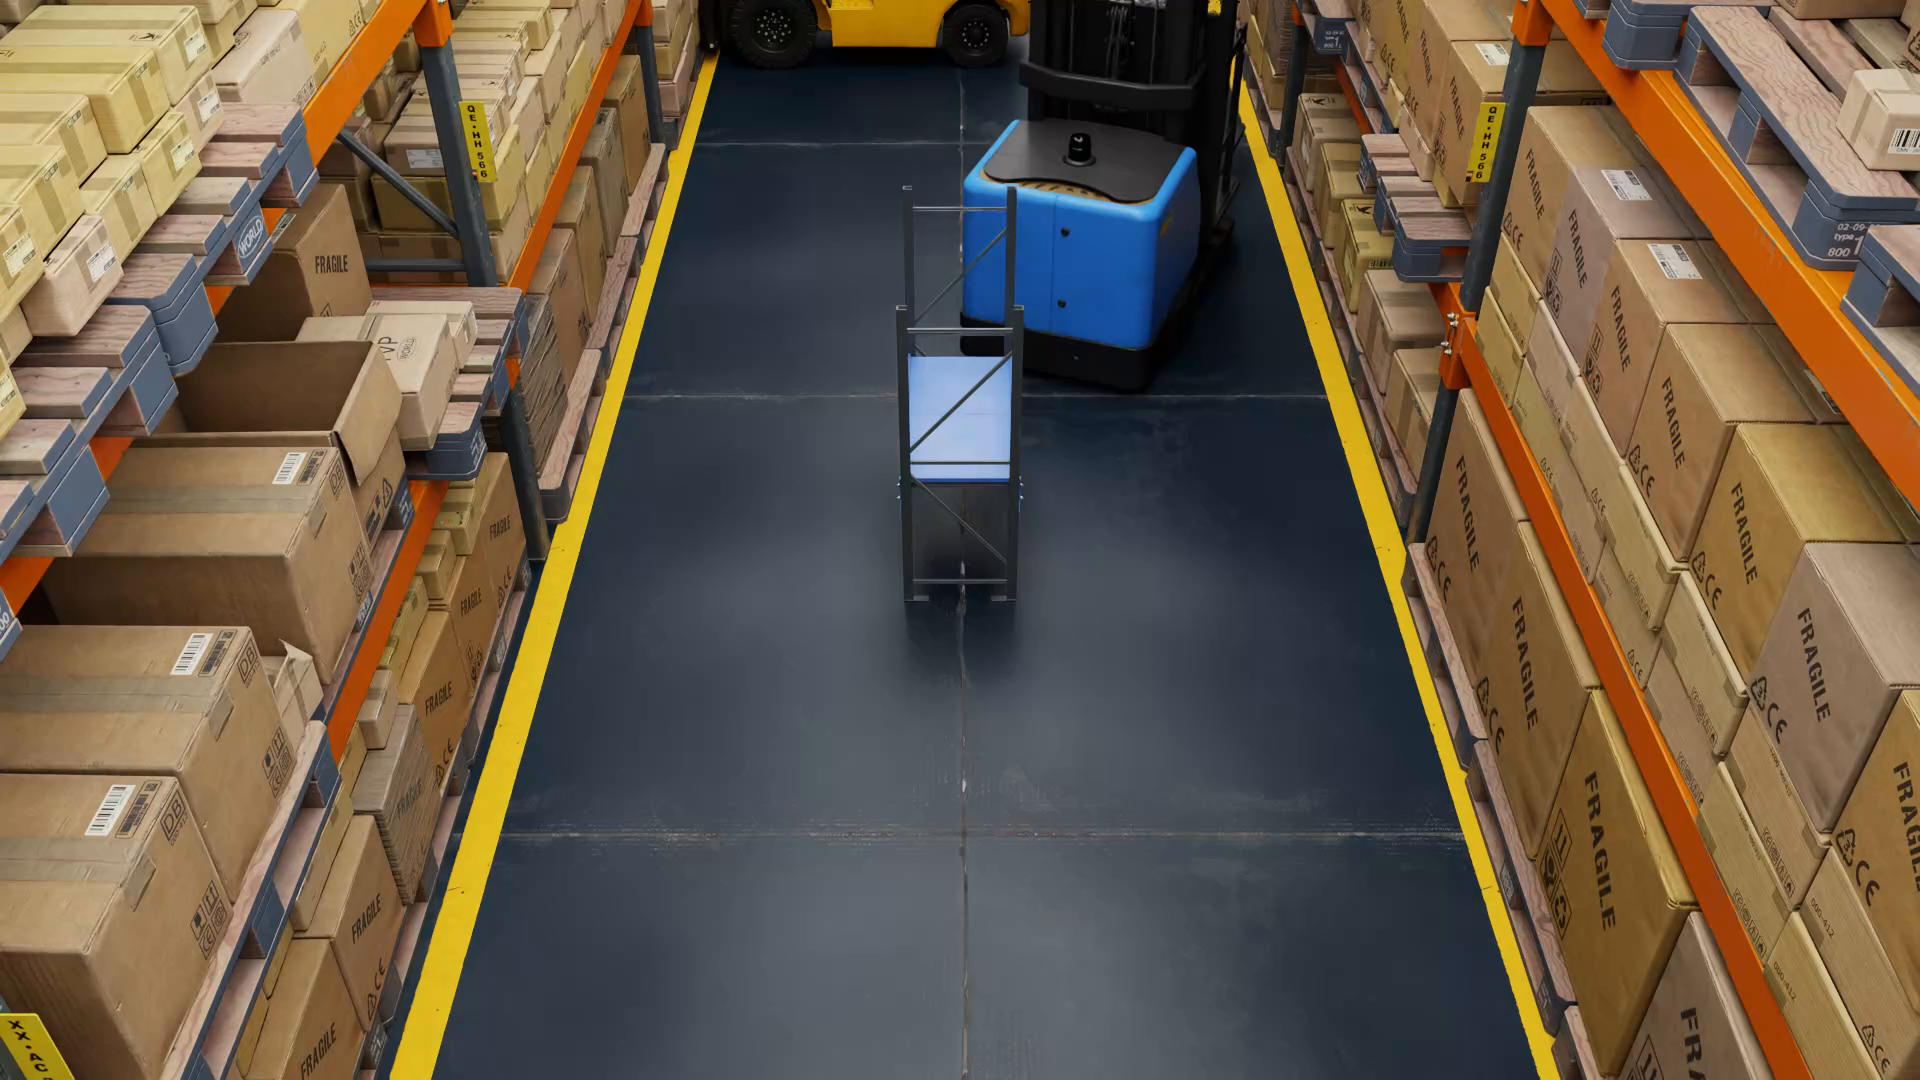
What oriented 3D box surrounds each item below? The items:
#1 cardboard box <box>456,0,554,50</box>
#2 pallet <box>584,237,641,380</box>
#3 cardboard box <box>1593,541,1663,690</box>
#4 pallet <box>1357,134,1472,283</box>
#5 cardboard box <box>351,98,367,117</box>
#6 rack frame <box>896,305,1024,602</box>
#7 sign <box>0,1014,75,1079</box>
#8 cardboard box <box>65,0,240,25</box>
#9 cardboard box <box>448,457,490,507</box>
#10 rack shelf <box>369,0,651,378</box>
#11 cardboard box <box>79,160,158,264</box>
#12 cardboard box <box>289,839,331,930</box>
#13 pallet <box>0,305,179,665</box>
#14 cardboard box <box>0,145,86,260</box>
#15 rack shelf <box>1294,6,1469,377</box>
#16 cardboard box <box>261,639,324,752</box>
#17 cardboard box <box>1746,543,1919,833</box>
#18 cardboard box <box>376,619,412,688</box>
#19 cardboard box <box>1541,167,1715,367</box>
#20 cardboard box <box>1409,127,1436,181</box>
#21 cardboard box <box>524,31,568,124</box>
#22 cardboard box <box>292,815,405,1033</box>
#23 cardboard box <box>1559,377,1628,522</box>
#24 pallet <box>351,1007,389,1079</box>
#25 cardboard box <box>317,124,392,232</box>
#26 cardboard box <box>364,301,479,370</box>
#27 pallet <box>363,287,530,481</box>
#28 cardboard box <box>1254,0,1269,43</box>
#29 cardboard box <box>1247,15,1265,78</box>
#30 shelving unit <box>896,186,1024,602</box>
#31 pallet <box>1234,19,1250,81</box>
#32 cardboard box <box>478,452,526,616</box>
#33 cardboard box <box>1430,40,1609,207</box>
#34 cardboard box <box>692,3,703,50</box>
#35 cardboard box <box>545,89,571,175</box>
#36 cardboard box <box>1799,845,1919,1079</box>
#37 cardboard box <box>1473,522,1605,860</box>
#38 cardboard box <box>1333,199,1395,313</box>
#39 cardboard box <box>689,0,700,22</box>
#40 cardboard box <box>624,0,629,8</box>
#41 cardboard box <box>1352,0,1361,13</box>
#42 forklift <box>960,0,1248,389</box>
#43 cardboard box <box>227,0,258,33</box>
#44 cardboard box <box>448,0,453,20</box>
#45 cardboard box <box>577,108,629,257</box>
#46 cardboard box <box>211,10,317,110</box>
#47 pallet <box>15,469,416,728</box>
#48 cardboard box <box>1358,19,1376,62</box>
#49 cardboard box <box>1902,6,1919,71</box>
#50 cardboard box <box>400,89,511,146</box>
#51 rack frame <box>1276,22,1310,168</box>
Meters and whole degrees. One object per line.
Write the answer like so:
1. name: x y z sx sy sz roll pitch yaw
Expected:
1. cardboard box: -2.117 -2.404 7.753 0.380 0.149 0.250 1 39 1
2. pallet: -2.359 -1.293 9.195 1.003 0.211 1.213 0 39 0
3. cardboard box: 2.331 0.211 5.208 0.500 0.250 0.500 0 39 0
4. pallet: 2.458 -1.482 7.354 1.213 0.211 1.003 0 39 0
5. cardboard box: -2.714 -1.765 6.955 0.380 0.149 0.250 1 39 1
6. rack frame: 0.000 -0.321 6.951 0.500 1.500 0.032 0 39 0
7. sign: -1.852 1.053 3.345 0.100 0.325 0.005 0 39 0
8. cardboard box: -2.101 -1.463 4.342 0.380 0.149 0.250 0 39 0
9. cardboard box: -2.145 -0.238 6.793 0.380 0.149 0.250 -2 39 -2
10. rack shelf: -2.401 -2.076 8.517 1.077 0.370 4.000 0 39 0
11. cardboard box: -2.000 -0.705 3.618 0.380 0.149 0.250 0 39 -1
12. cardboard box: -2.195 1.068 5.163 0.380 0.149 0.250 0 39 0
13. pallet: -2.325 -0.109 3.239 1.213 0.211 1.003 0 39 0
14. cardboard box: -2.012 -0.669 3.335 0.380 0.149 0.250 -1 39 -1
15. rack shelf: 2.563 -2.081 8.524 1.077 0.370 4.000 0 39 0
16. cardboard box: -2.012 0.415 4.605 0.396 0.266 0.258 2 39 2
17. cardboard box: 2.310 0.358 4.025 0.500 0.500 0.500 1 39 1
18. cardboard box: -2.202 0.418 5.974 0.380 0.149 0.250 -1 39 -1
19. cardboard box: 2.331 -0.922 5.622 0.500 0.500 0.500 0 39 0
20. cardboard box: 2.211 -1.707 7.347 0.380 0.149 0.250 0 39 0
21. cardboard box: -2.137 -2.160 7.767 0.500 0.250 0.500 -1 39 -1
22. cardboard box: -2.176 1.260 5.443 0.500 0.500 0.500 -1 39 -1
23. cardboard box: 2.306 -0.296 5.441 0.500 0.250 0.500 0 39 0
24. pallet: -2.433 1.975 5.116 1.003 0.211 1.213 0 39 0
25. cardboard box: -2.677 -1.523 6.972 0.500 0.250 0.500 1 39 1
26. cardboard box: -2.014 -0.761 6.166 0.380 0.149 0.250 1 39 1
27. pallet: -2.328 -0.607 6.262 1.213 0.211 1.003 0 39 0
28. cardboard box: 2.289 -3.684 11.212 0.500 0.500 0.500 1 39 1
29. cardboard box: 2.280 -3.406 11.465 0.500 0.250 0.500 -1 39 -1
30. shelving unit: 0.000 -0.639 7.348 0.538 1.500 1.048 0 39 0
31. pallet: 2.520 -3.710 12.210 1.003 0.211 1.213 0 39 0
32. cardboard box: -2.183 -0.030 7.052 0.500 0.500 0.500 1 39 1
33. cardboard box: 2.286 -1.715 6.837 0.500 0.500 0.500 -1 39 -1
34. cardboard box: -2.105 -3.639 11.756 0.500 0.250 0.500 1 39 1
35. cardboard box: -2.158 -1.961 7.919 0.500 0.250 0.500 -1 39 -2
36. cardboard box: 2.326 0.978 3.851 0.500 0.250 0.500 0 39 0
37. cardboard box: 2.479 0.544 6.036 0.875 0.875 0.875 0 39 1
38. cardboard box: 2.570 -1.539 9.037 0.950 0.372 0.625 1 39 1
39. cardboard box: -2.087 -3.825 11.588 0.500 0.250 0.500 0 39 0
40. cardboard box: -2.141 -3.233 9.506 0.500 0.250 0.500 1 39 1
41. cardboard box: 2.262 -3.016 8.461 0.500 0.500 0.500 0 39 0
42. forklift: 0.994 -2.851 8.964 1.130 2.935 3.031 13 41 16
43. cardboard box: -2.208 -1.514 4.643 0.380 0.149 0.250 0 39 0
44. cardboard box: -2.623 -2.561 7.949 0.380 0.149 0.250 1 39 1
45. cardboard box: -2.398 -2.033 9.451 0.875 0.625 0.625 0 39 0
46. cardboard box: -2.153 -1.270 4.657 0.500 0.250 0.500 0 39 0
47. pallet: -2.392 0.185 5.273 1.003 0.211 1.213 0 39 0
48. cardboard box: 2.219 -2.518 8.358 0.380 0.149 0.250 1 39 2
49. cardboard box: 2.857 -1.383 4.263 0.500 0.500 0.500 0 39 0
50. cardboard box: -2.106 -1.764 6.954 0.380 0.149 0.250 1 39 1
51. rack frame: 2.560 -3.613 9.860 1.000 3.000 0.127 0 39 0
